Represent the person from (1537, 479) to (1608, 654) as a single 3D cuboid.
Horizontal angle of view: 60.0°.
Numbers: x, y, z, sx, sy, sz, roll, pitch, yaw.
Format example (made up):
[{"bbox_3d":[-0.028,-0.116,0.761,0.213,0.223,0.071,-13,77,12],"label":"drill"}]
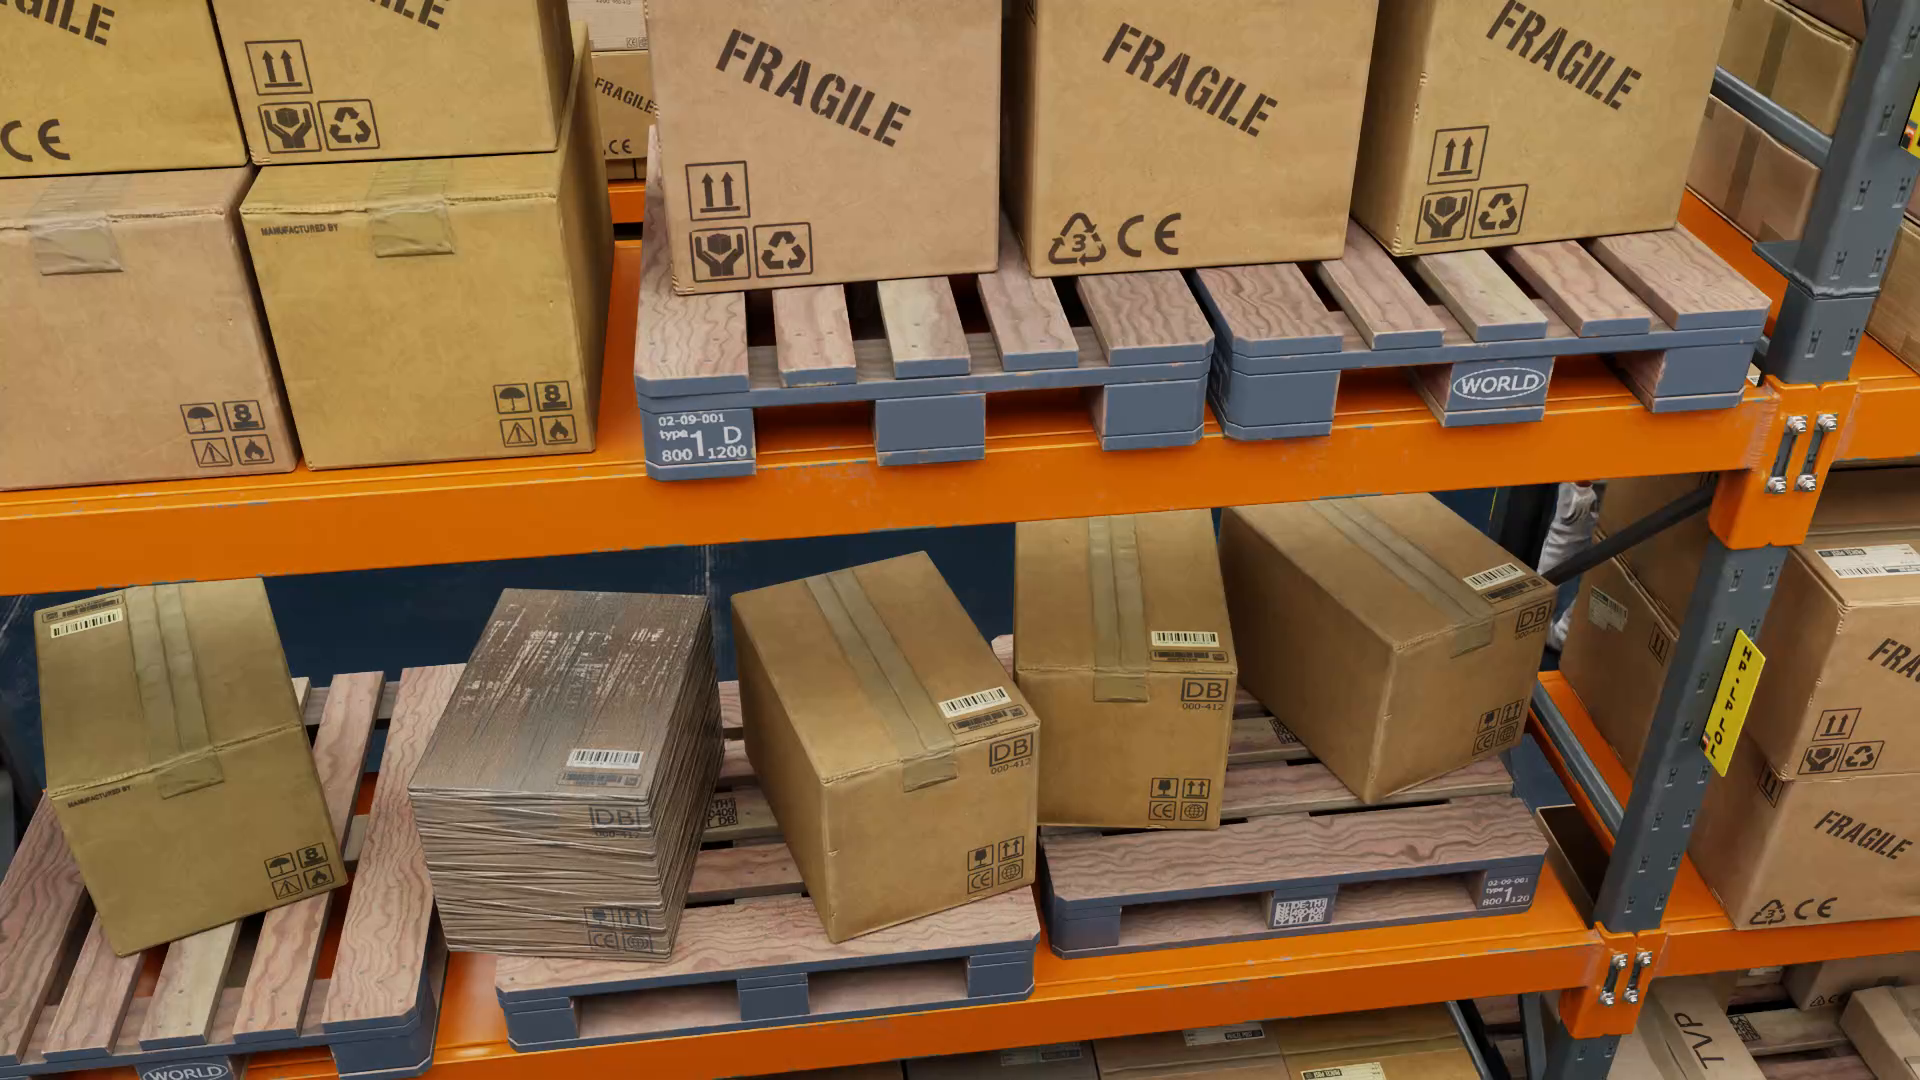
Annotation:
[{"bbox_3d":[2.543,-0.277,6.501,0.466,1.812,0.530,6,35,8],"label":"person"}]
